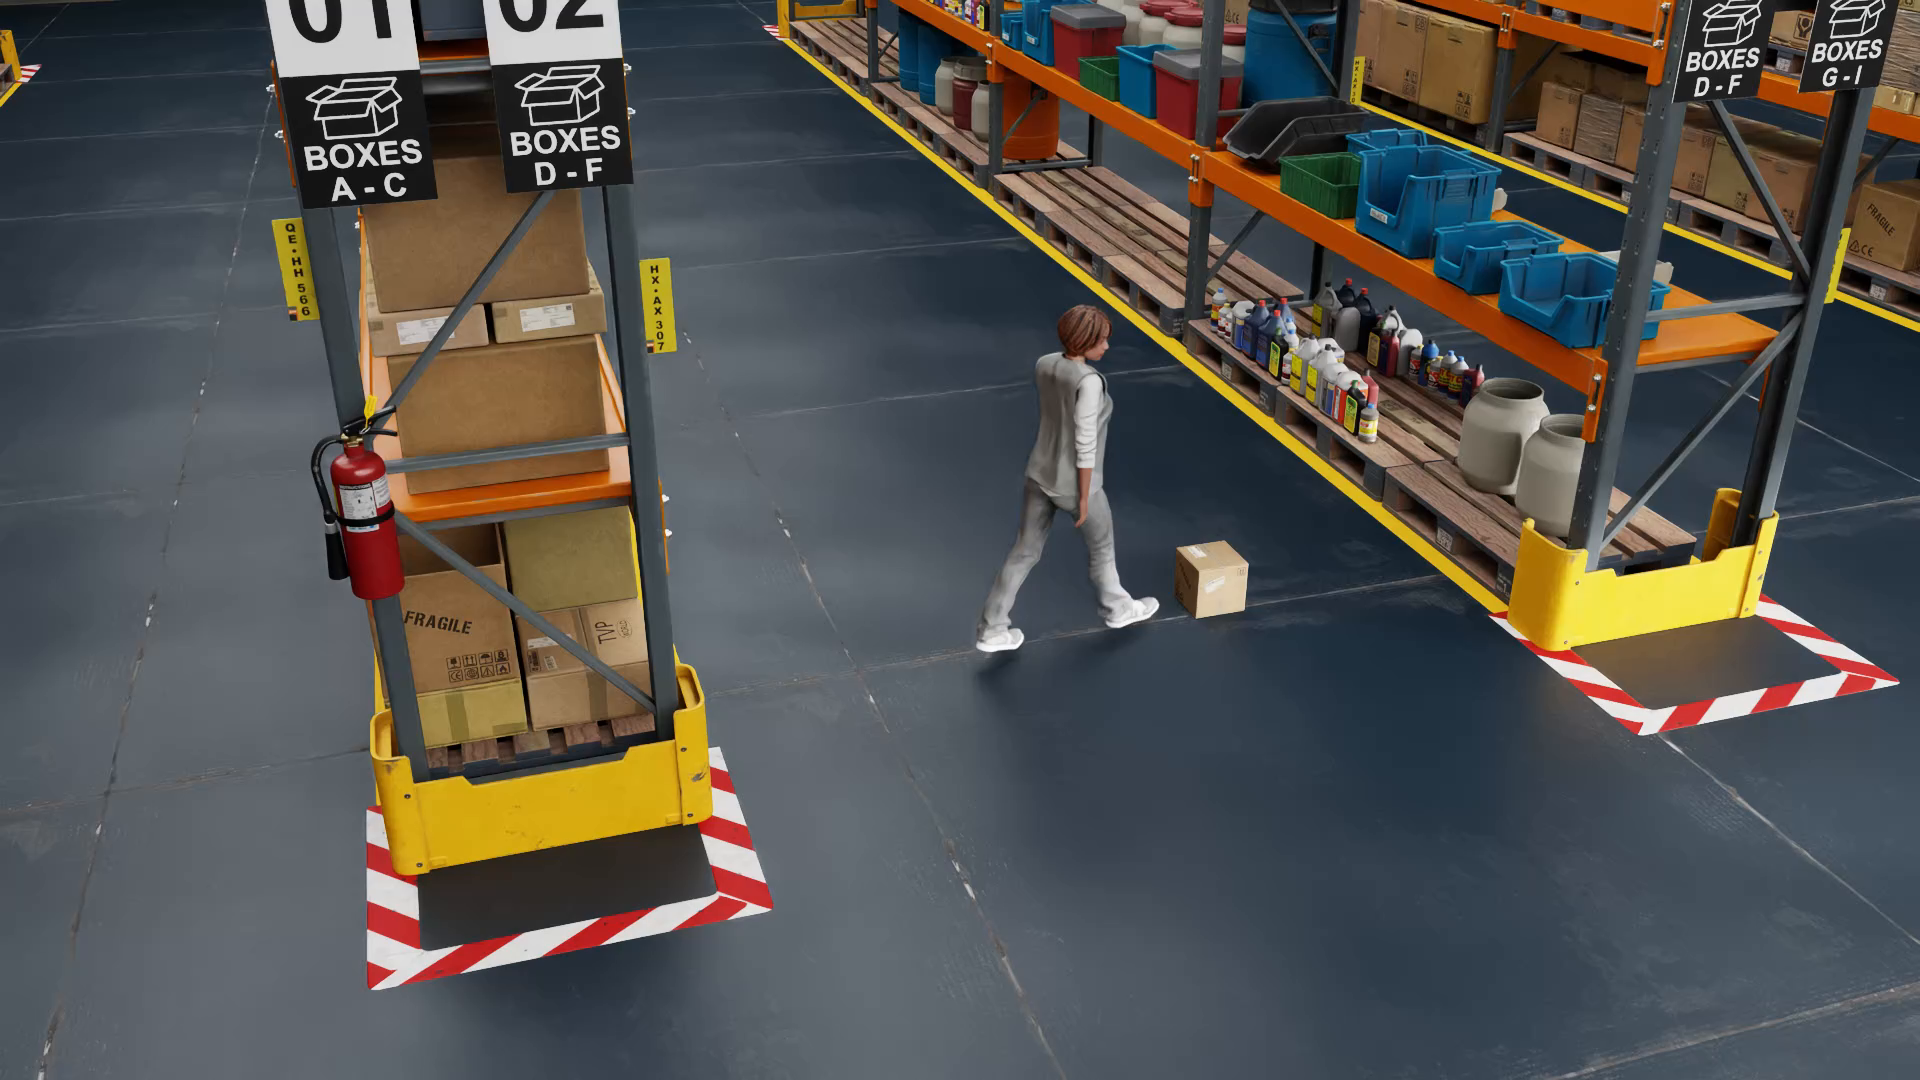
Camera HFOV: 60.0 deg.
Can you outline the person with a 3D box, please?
[{"bbox_3d":[0.467,-0.262,7.136,0.933,1.542,0.425,-19,33,-33],"label":"person"}]
